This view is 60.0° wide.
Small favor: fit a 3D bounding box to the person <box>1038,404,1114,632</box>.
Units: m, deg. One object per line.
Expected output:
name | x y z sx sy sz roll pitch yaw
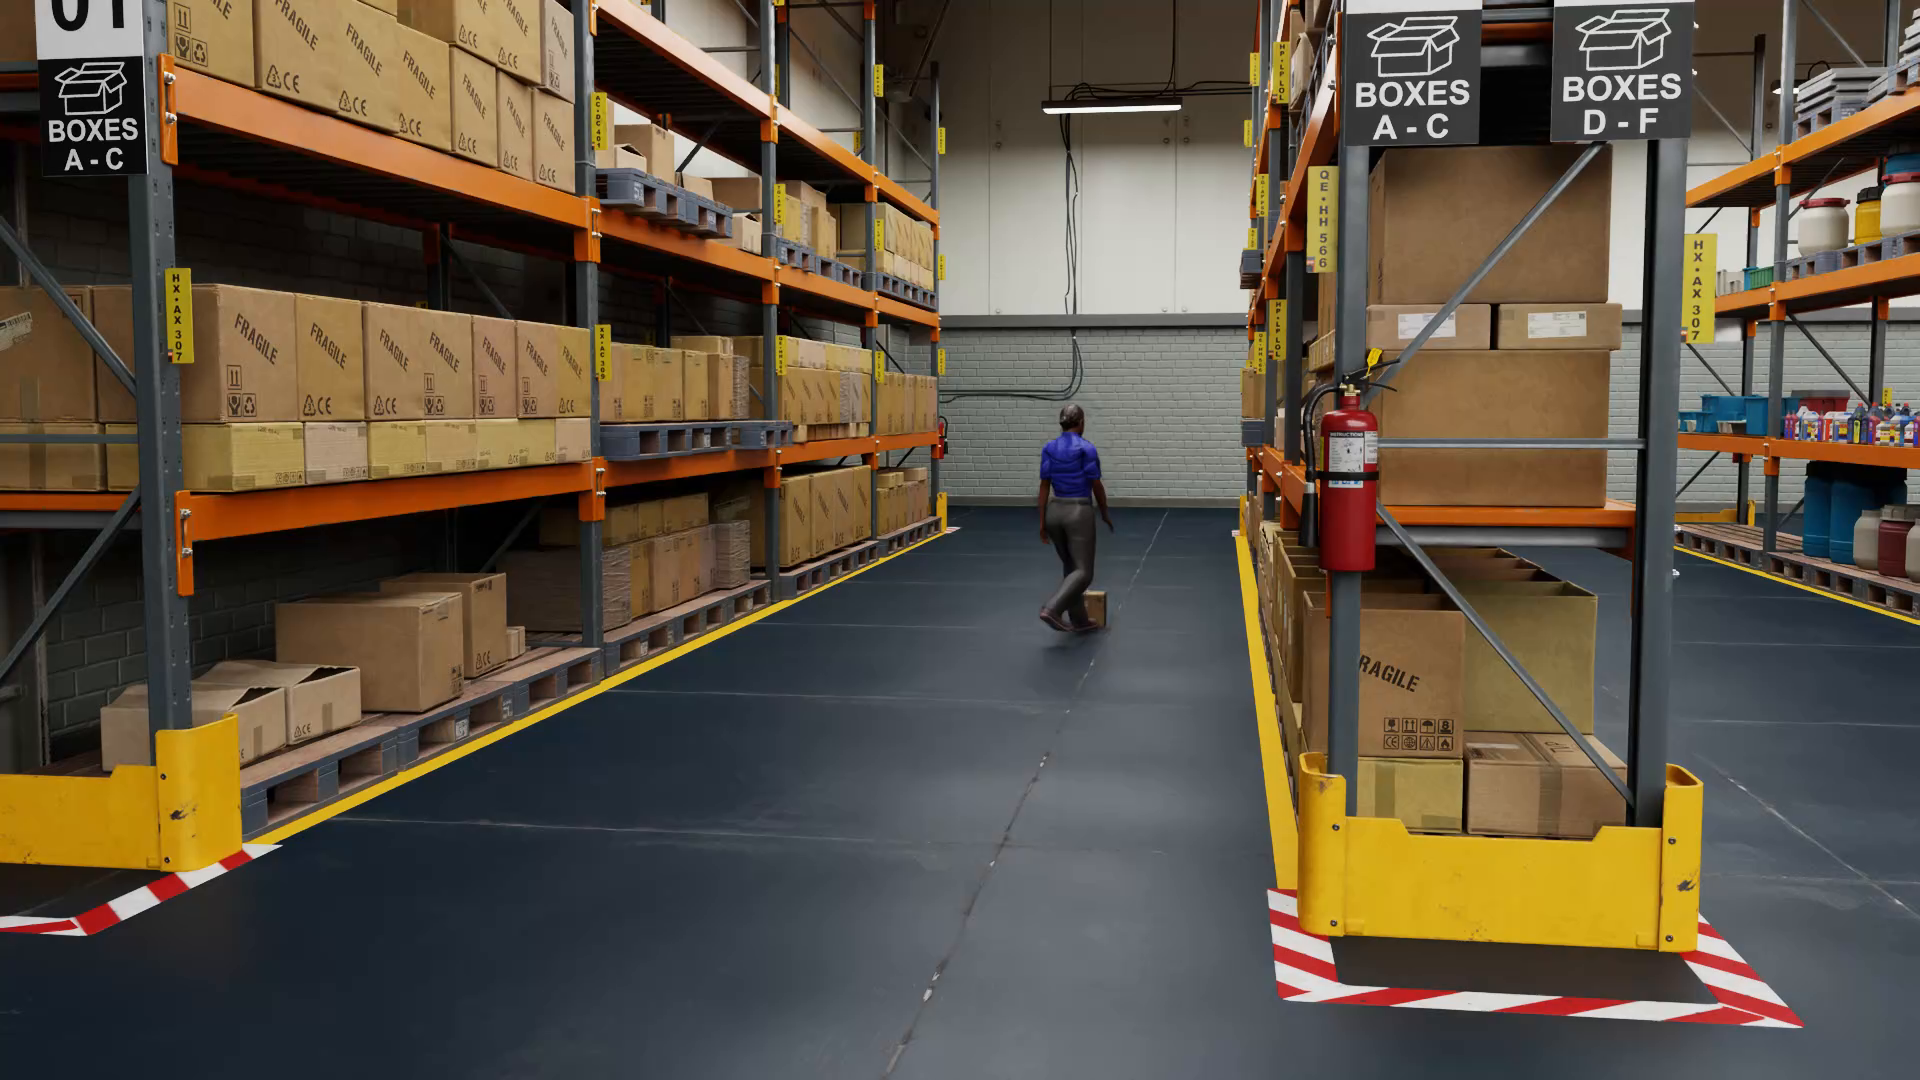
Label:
person | 0.771 -0.138 11.585 0.448 1.620 0.904 4 6 39
